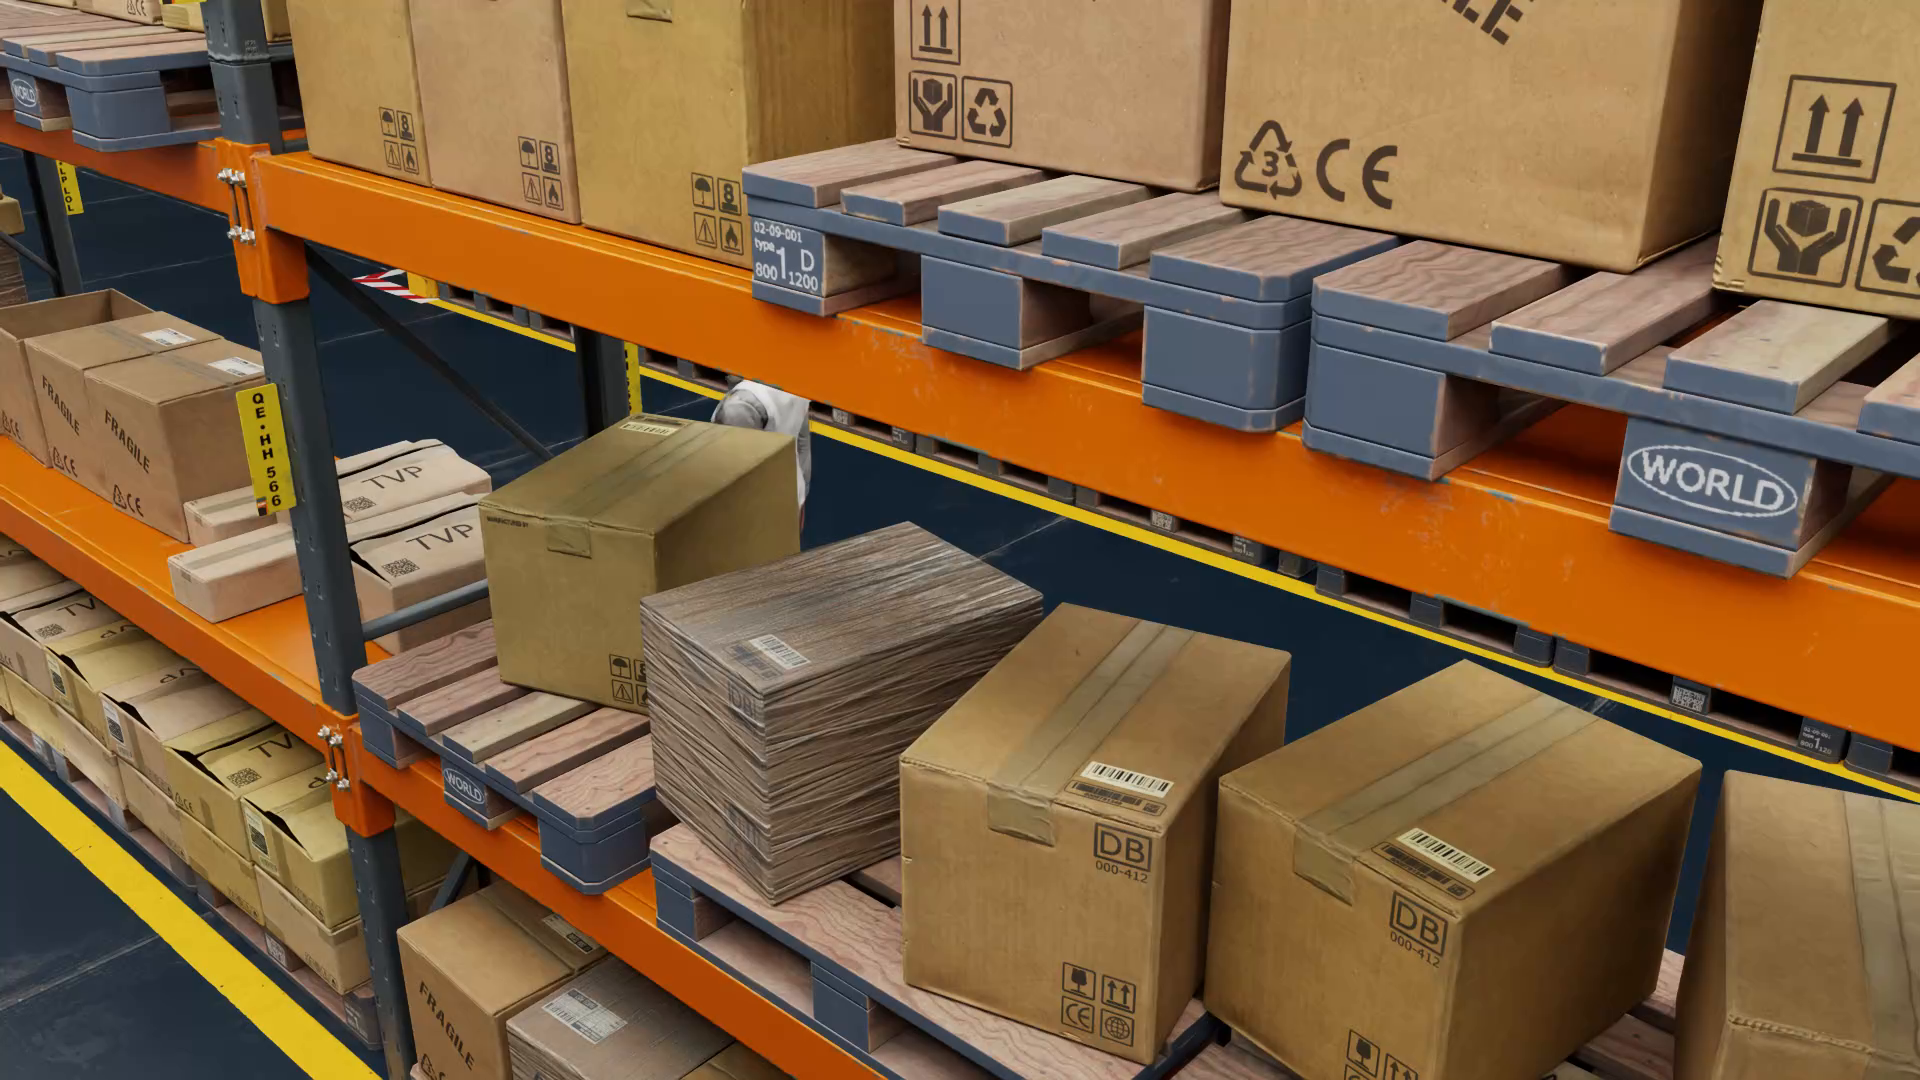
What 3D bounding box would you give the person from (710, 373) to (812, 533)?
[{"bbox_3d":[-0.879,-0.134,6.850,0.692,1.767,0.557,10,26,21],"label":"person"}]
